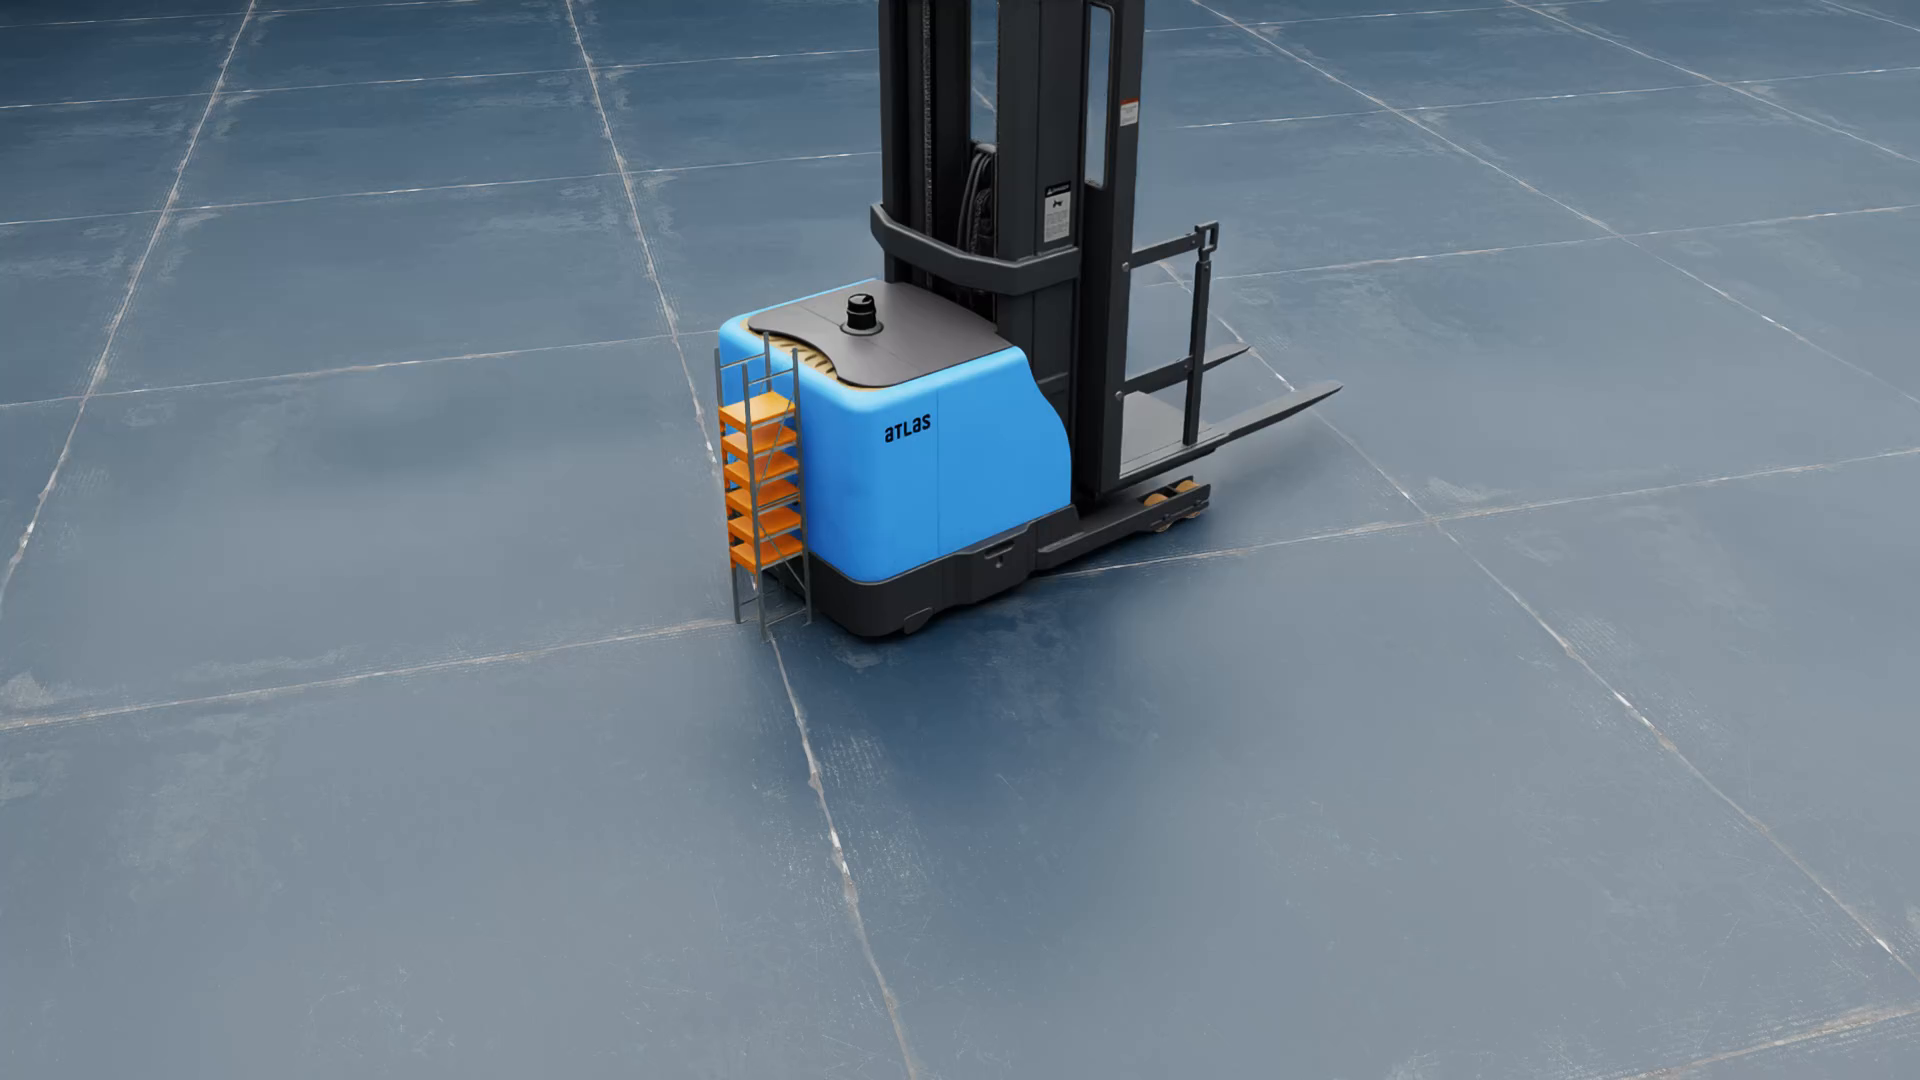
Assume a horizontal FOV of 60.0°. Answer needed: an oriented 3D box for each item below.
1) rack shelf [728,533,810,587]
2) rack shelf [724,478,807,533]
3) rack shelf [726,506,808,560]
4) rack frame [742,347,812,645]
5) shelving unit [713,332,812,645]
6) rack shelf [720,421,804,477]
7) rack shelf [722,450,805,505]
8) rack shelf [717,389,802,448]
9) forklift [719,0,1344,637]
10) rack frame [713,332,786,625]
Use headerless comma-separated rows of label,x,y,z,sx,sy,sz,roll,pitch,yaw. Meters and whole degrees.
rack shelf,-0.746,0.064,6.509,0.258,0.103,0.180,-23,37,-34
rack shelf,-0.746,-0.144,6.389,0.258,0.103,0.180,-23,37,-34
rack shelf,-0.746,-0.040,6.449,0.258,0.103,0.180,-23,37,-34
rack frame,-0.687,-0.147,6.306,0.240,1.200,0.006,-23,37,-34
shelving unit,-0.746,-0.182,6.367,0.258,1.200,0.189,-23,37,-34
rack shelf,-0.746,-0.351,6.269,0.258,0.103,0.180,-23,37,-34
rack shelf,-0.746,-0.247,6.329,0.258,0.103,0.180,-23,37,-34
rack shelf,-0.746,-0.455,6.209,0.258,0.103,0.180,-23,37,-34
forklift,0.488,-1.488,6.896,3.031,2.935,1.130,-22,37,-33
rack frame,-0.805,-0.217,6.427,0.240,1.200,0.006,-23,37,-34
